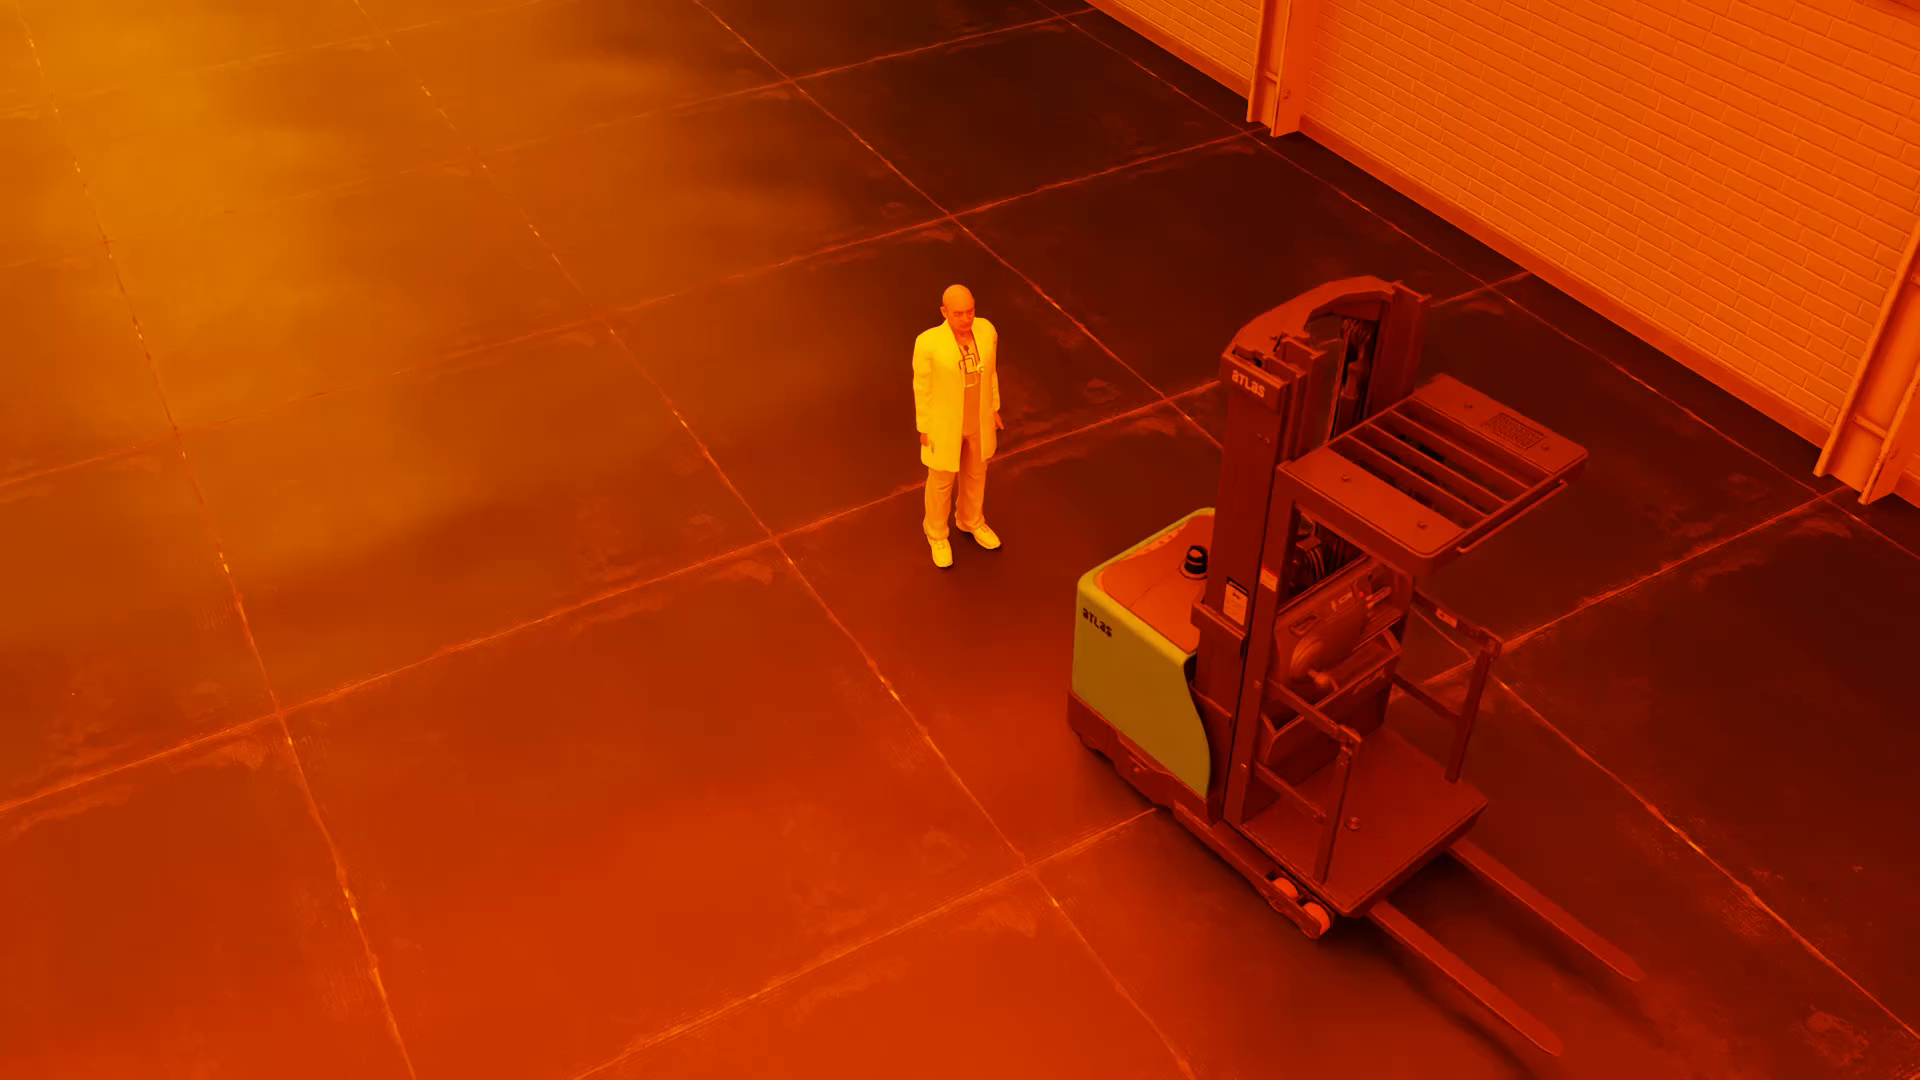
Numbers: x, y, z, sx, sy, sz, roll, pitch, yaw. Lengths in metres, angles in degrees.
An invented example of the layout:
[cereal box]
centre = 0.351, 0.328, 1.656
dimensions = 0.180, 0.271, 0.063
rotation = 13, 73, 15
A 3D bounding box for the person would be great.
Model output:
[person]
centre = 0.016, -0.677, 9.753
dimensions = 0.551, 1.781, 0.389
rotation = -20, 44, -23

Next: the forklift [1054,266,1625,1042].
[forklift]
centre = 1.841, 0.371, 7.589
dimensions = 1.130, 2.935, 3.031
rotation = -28, 47, -29
